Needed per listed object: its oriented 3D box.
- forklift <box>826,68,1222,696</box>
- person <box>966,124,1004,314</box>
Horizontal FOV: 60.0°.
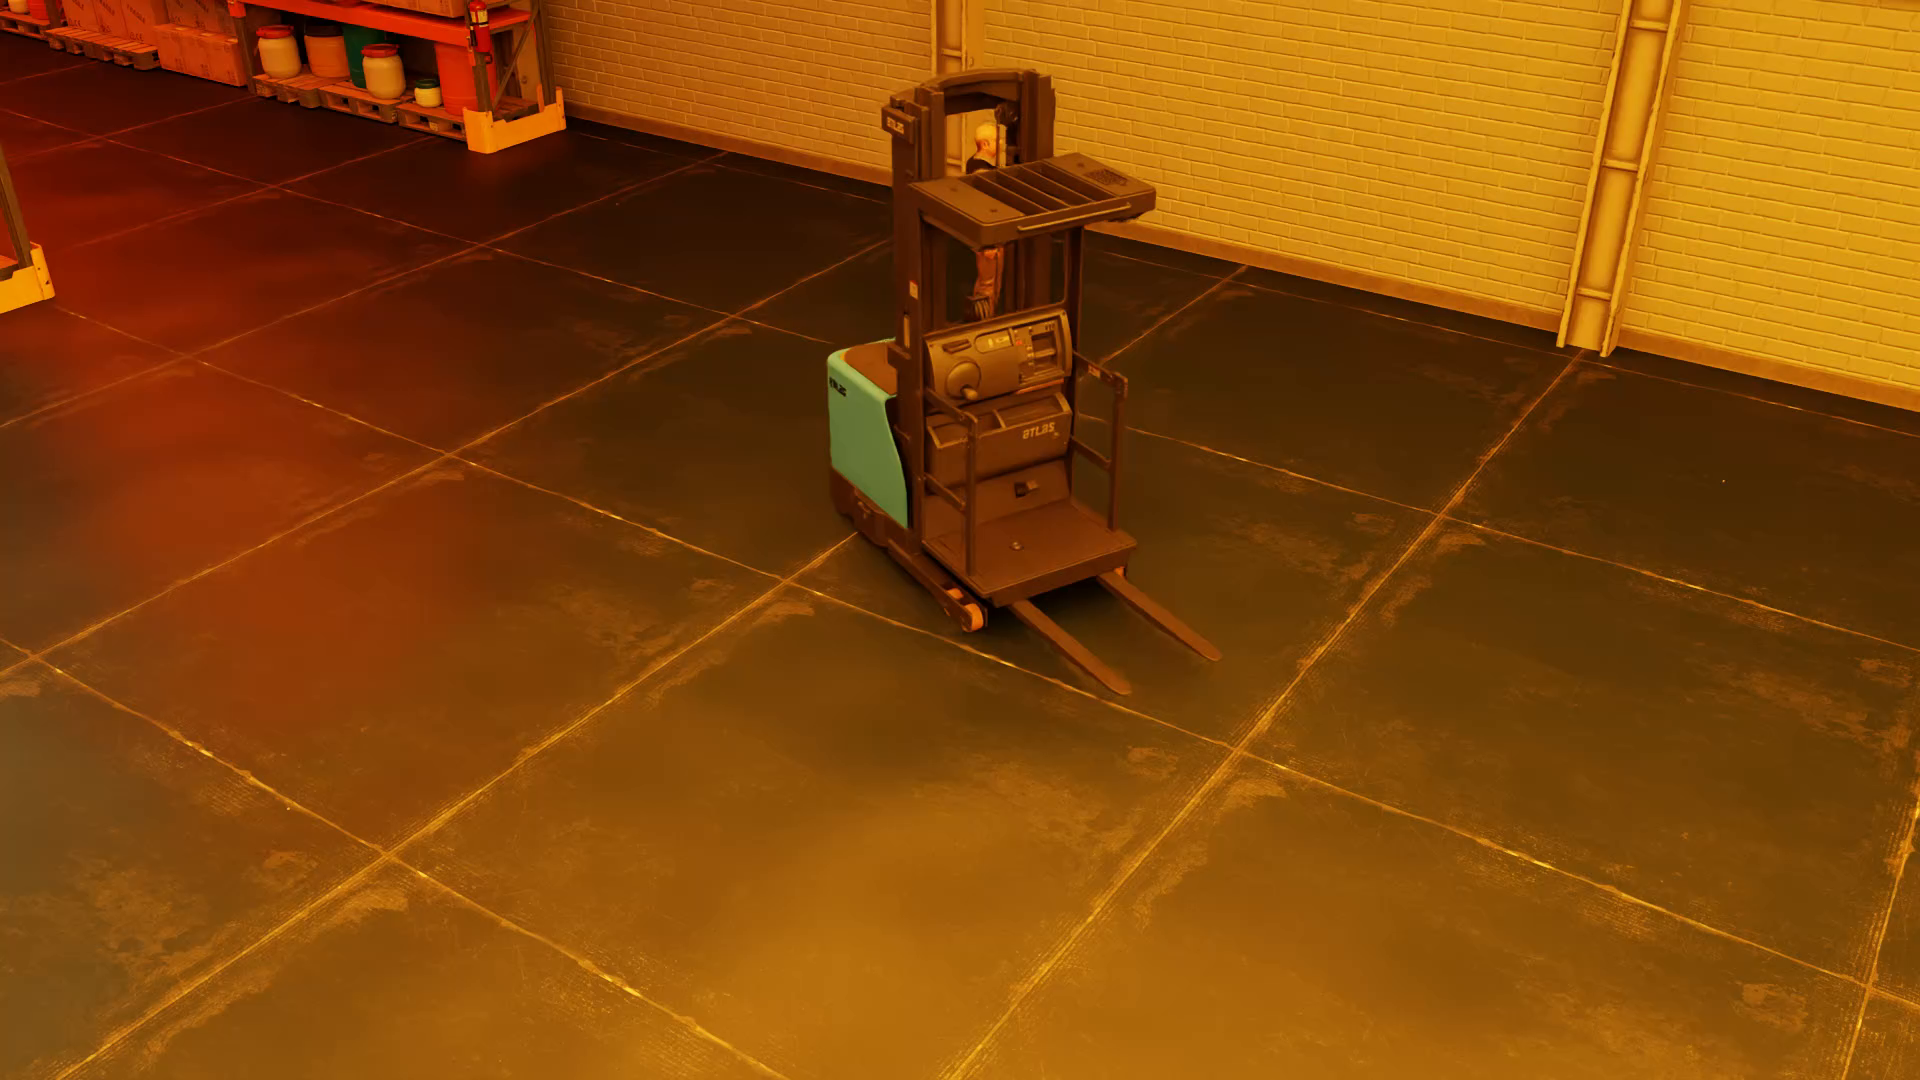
[{"bbox_3d":[0.344,-1.003,9.308,1.130,2.935,3.031,-17,34,-27],"label":"forklift"},{"bbox_3d":[0.230,-2.348,12.831,0.375,1.725,0.555,-3,30,-5],"label":"person"}]
